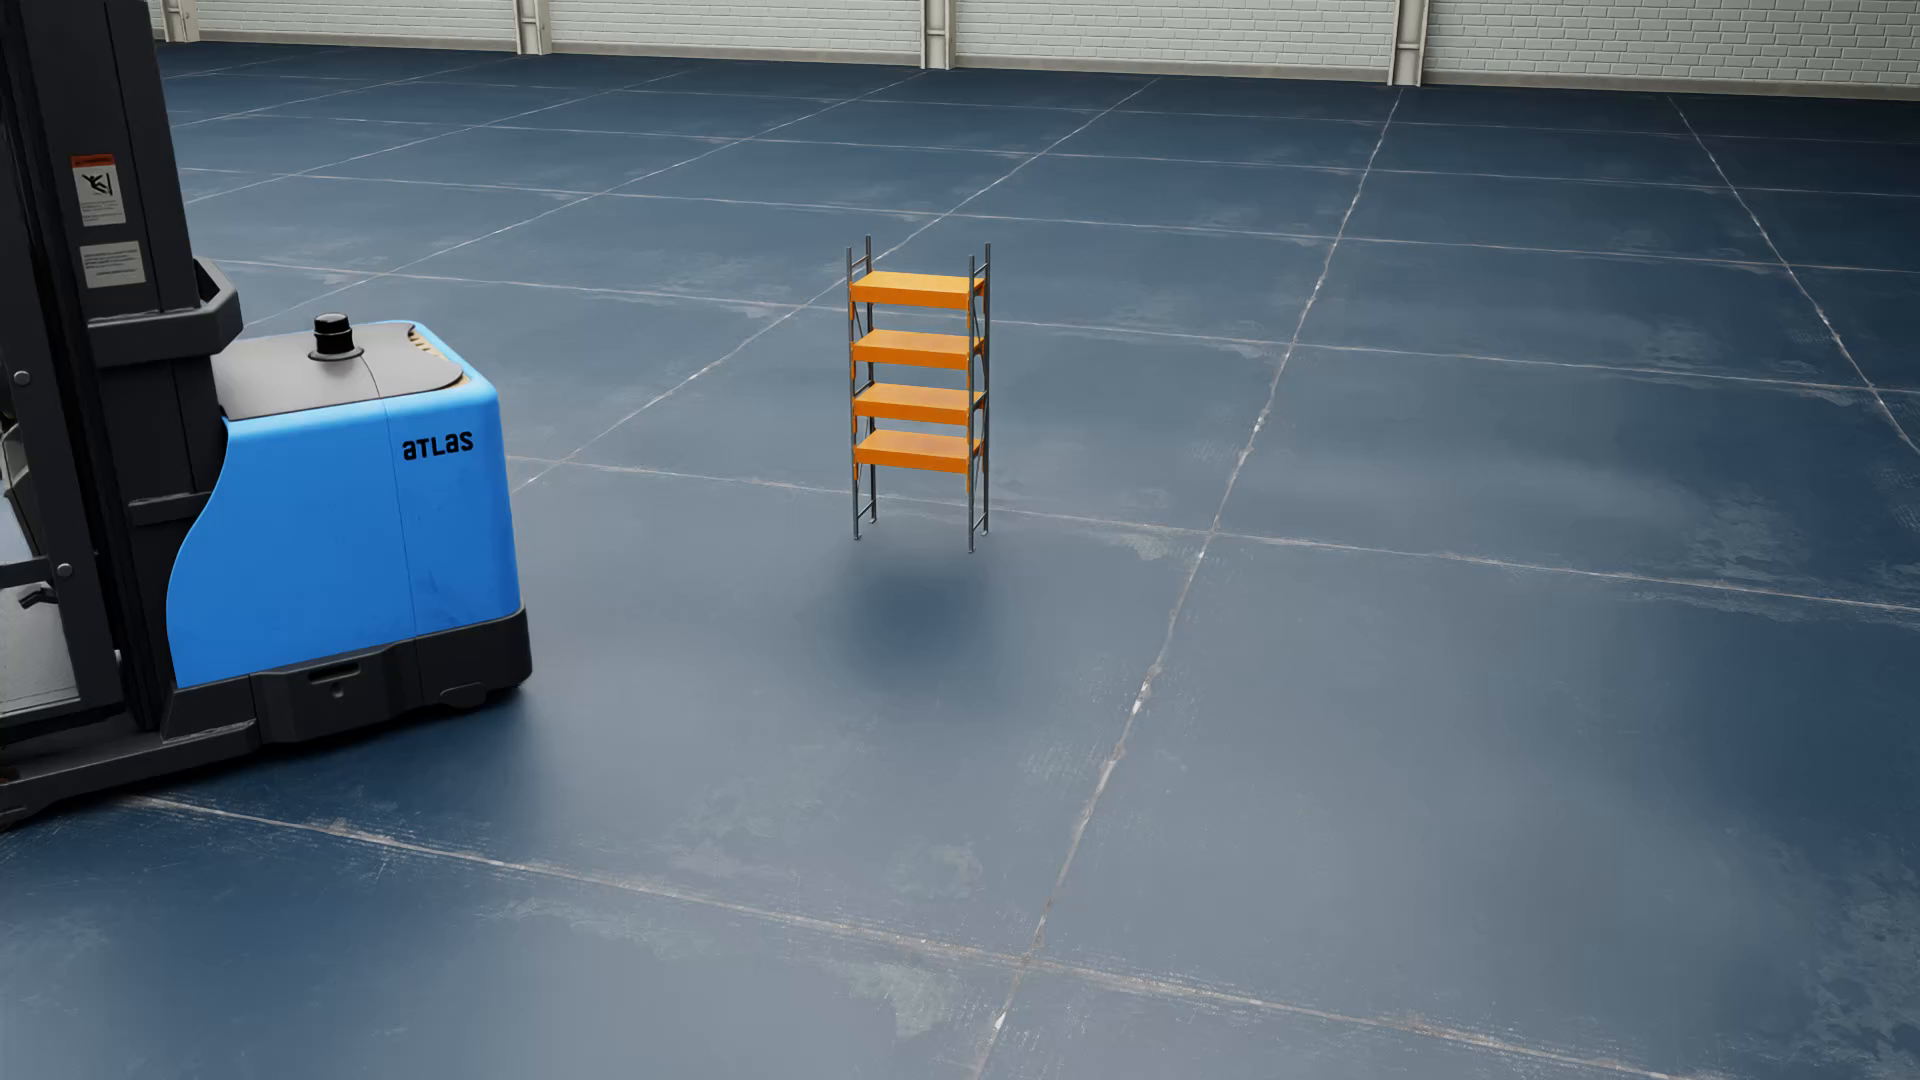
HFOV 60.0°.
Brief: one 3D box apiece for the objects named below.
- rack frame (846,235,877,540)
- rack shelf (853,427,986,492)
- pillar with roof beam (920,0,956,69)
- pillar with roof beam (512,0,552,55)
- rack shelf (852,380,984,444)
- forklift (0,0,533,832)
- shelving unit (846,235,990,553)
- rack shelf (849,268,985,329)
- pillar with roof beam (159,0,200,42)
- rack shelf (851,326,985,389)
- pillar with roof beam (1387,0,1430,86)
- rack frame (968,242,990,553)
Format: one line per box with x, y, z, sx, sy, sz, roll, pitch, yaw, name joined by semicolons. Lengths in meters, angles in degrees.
-0.392;-0.600;6.652;0.015;1.200;0.240;7;23;16;rack frame
-0.158;-0.327;6.687;0.480;0.148;0.258;7;23;16;rack shelf
-1.530;-8.853;16.496;0.400;9.000;9.100;7;23;16;pillar with roof beam
-7.274;-9.511;18.099;0.400;9.000;9.100;7;23;16;pillar with roof beam
-0.158;-0.511;6.612;0.480;0.148;0.258;7;23;16;rack shelf
-2.946;-0.708;4.634;3.031;2.935;1.130;-13;26;-28;forklift
-0.158;-0.573;6.587;0.503;1.200;0.258;7;23;16;shelving unit
-0.158;-0.937;6.437;0.480;0.148;0.258;7;23;16;rack shelf
-13.018;-10.169;19.703;0.400;9.000;9.100;7;23;16;pillar with roof beam
-0.158;-0.718;6.527;0.480;0.148;0.258;7;23;16;rack shelf
4.214;-8.196;14.892;0.400;9.000;9.100;7;23;16;pillar with roof beam
0.075;-0.547;6.521;0.015;1.200;0.240;7;23;16;rack frame
